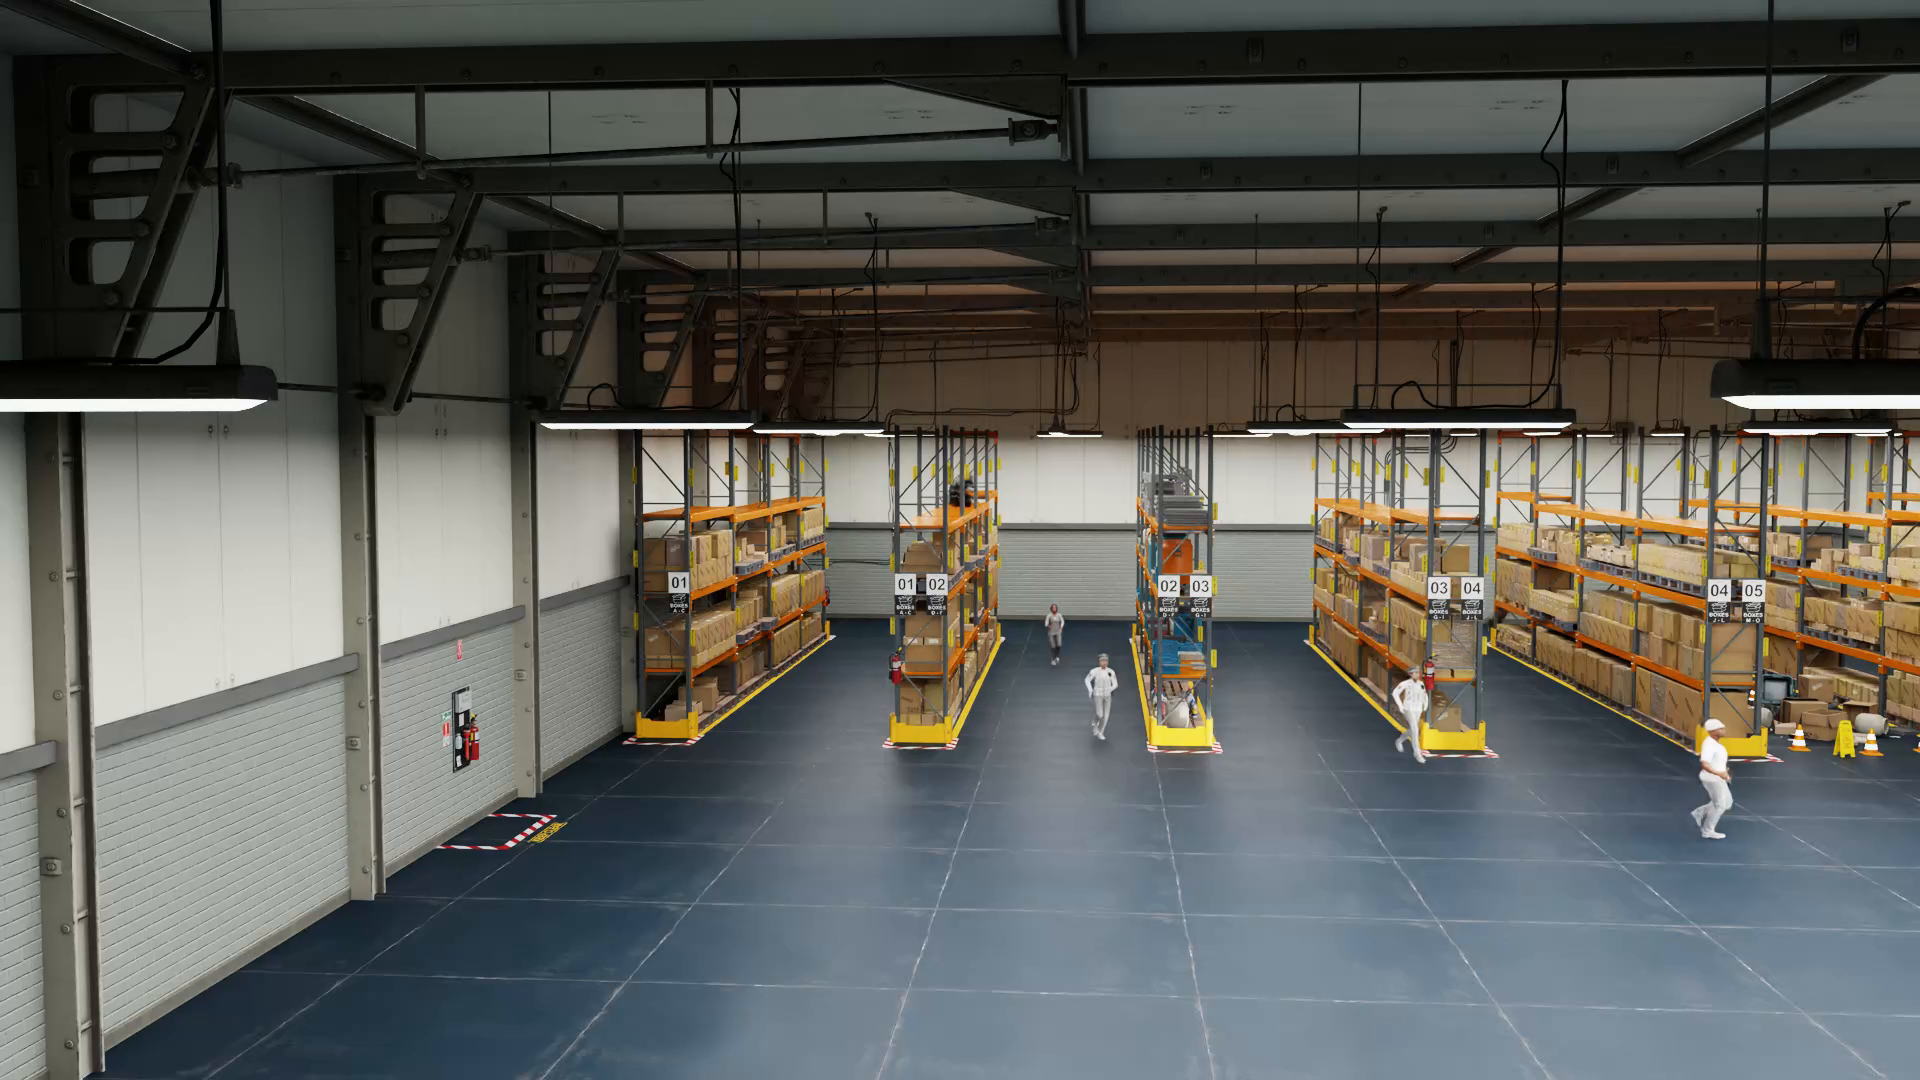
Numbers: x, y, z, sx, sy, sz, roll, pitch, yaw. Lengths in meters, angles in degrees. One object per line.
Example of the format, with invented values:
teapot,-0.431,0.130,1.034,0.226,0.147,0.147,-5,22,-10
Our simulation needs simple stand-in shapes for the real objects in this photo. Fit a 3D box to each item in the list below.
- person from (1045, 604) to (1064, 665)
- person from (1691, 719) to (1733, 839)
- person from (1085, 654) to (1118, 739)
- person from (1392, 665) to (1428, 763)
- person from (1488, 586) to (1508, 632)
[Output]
person,2.410,2.396,42.158,0.512,1.561,0.593,0,3,-2
person,10.805,3.422,23.864,0.576,1.721,0.679,2,4,31
person,2.745,2.985,31.721,0.555,1.651,0.541,-1,3,-8
person,8.120,3.089,29.906,0.635,1.706,0.891,-2,4,-26
person,15.426,2.042,47.611,0.519,1.712,0.986,2,4,27
